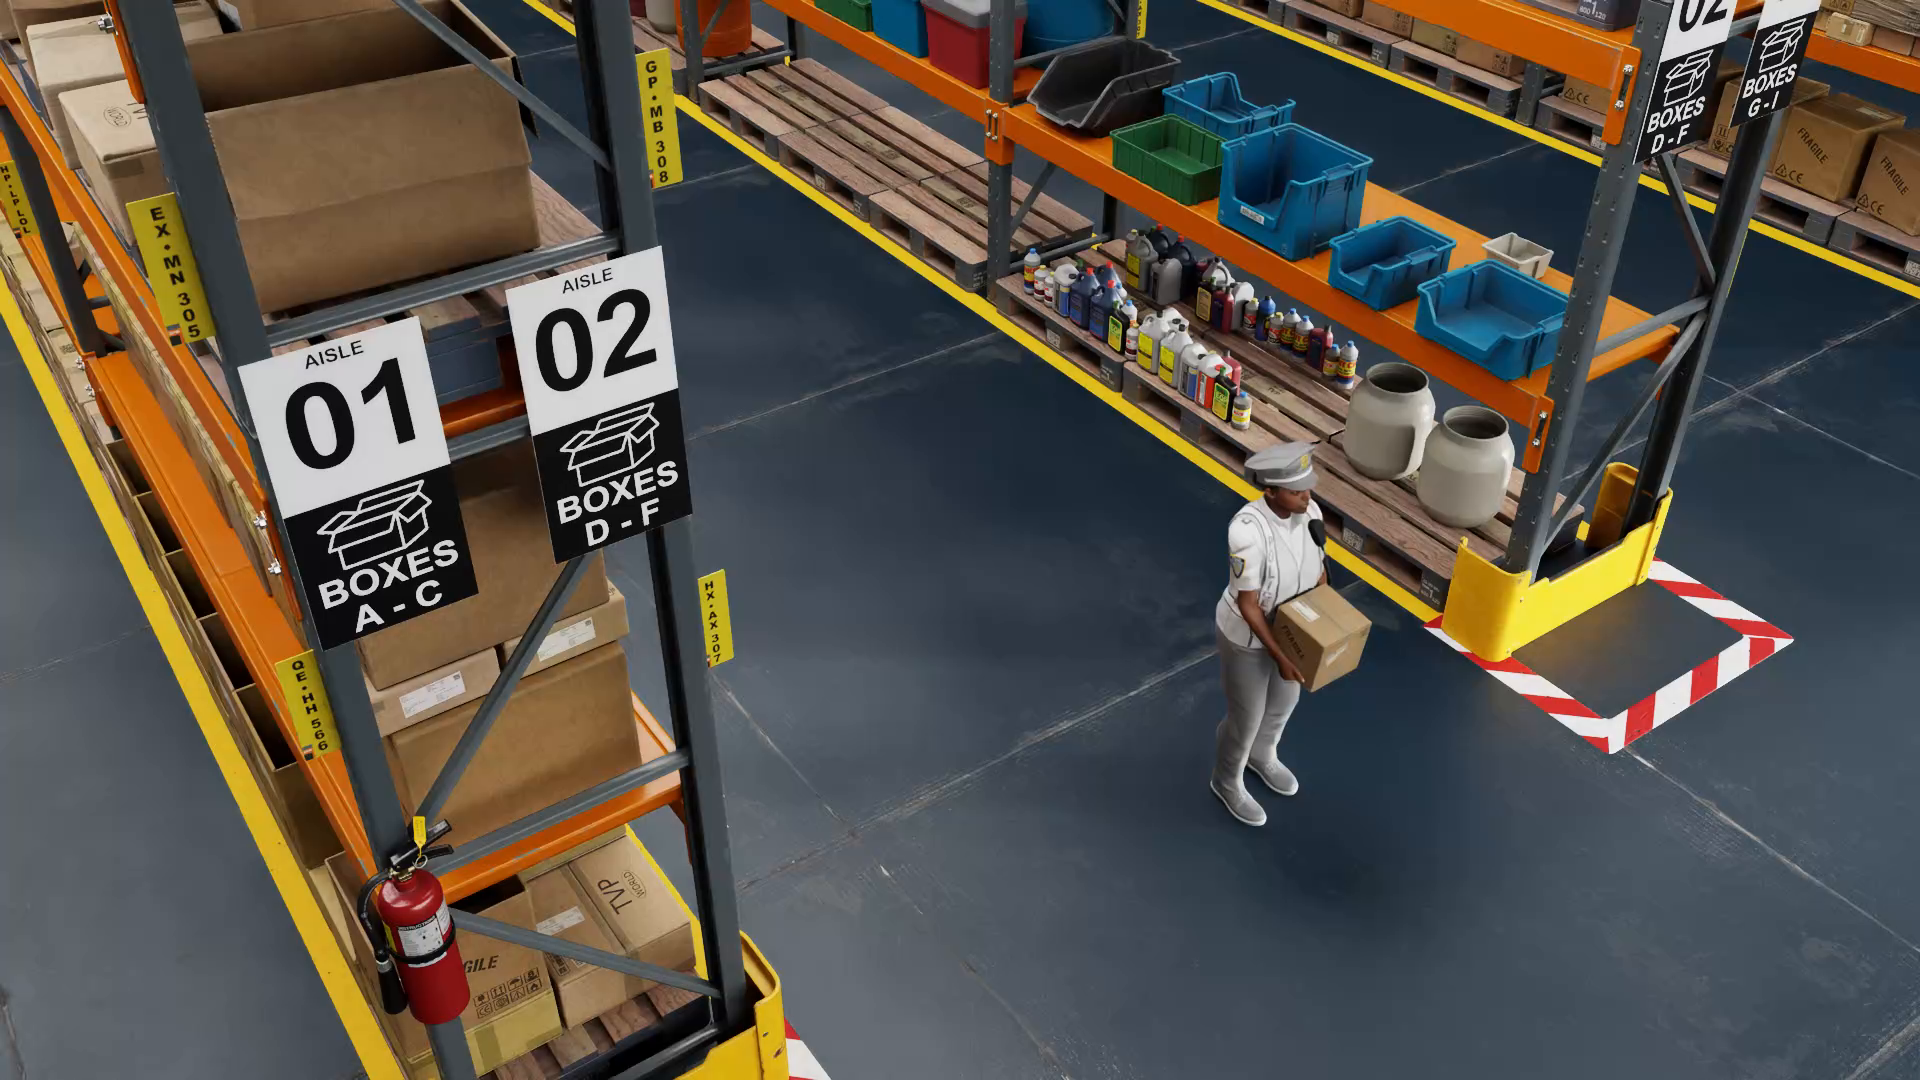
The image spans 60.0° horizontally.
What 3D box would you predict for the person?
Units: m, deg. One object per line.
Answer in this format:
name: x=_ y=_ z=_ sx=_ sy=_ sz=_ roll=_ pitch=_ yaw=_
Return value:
person: x=1.246 y=0.388 z=6.459 sx=0.442 sy=1.692 sz=0.517 roll=-23 pitch=42 yaw=-28
